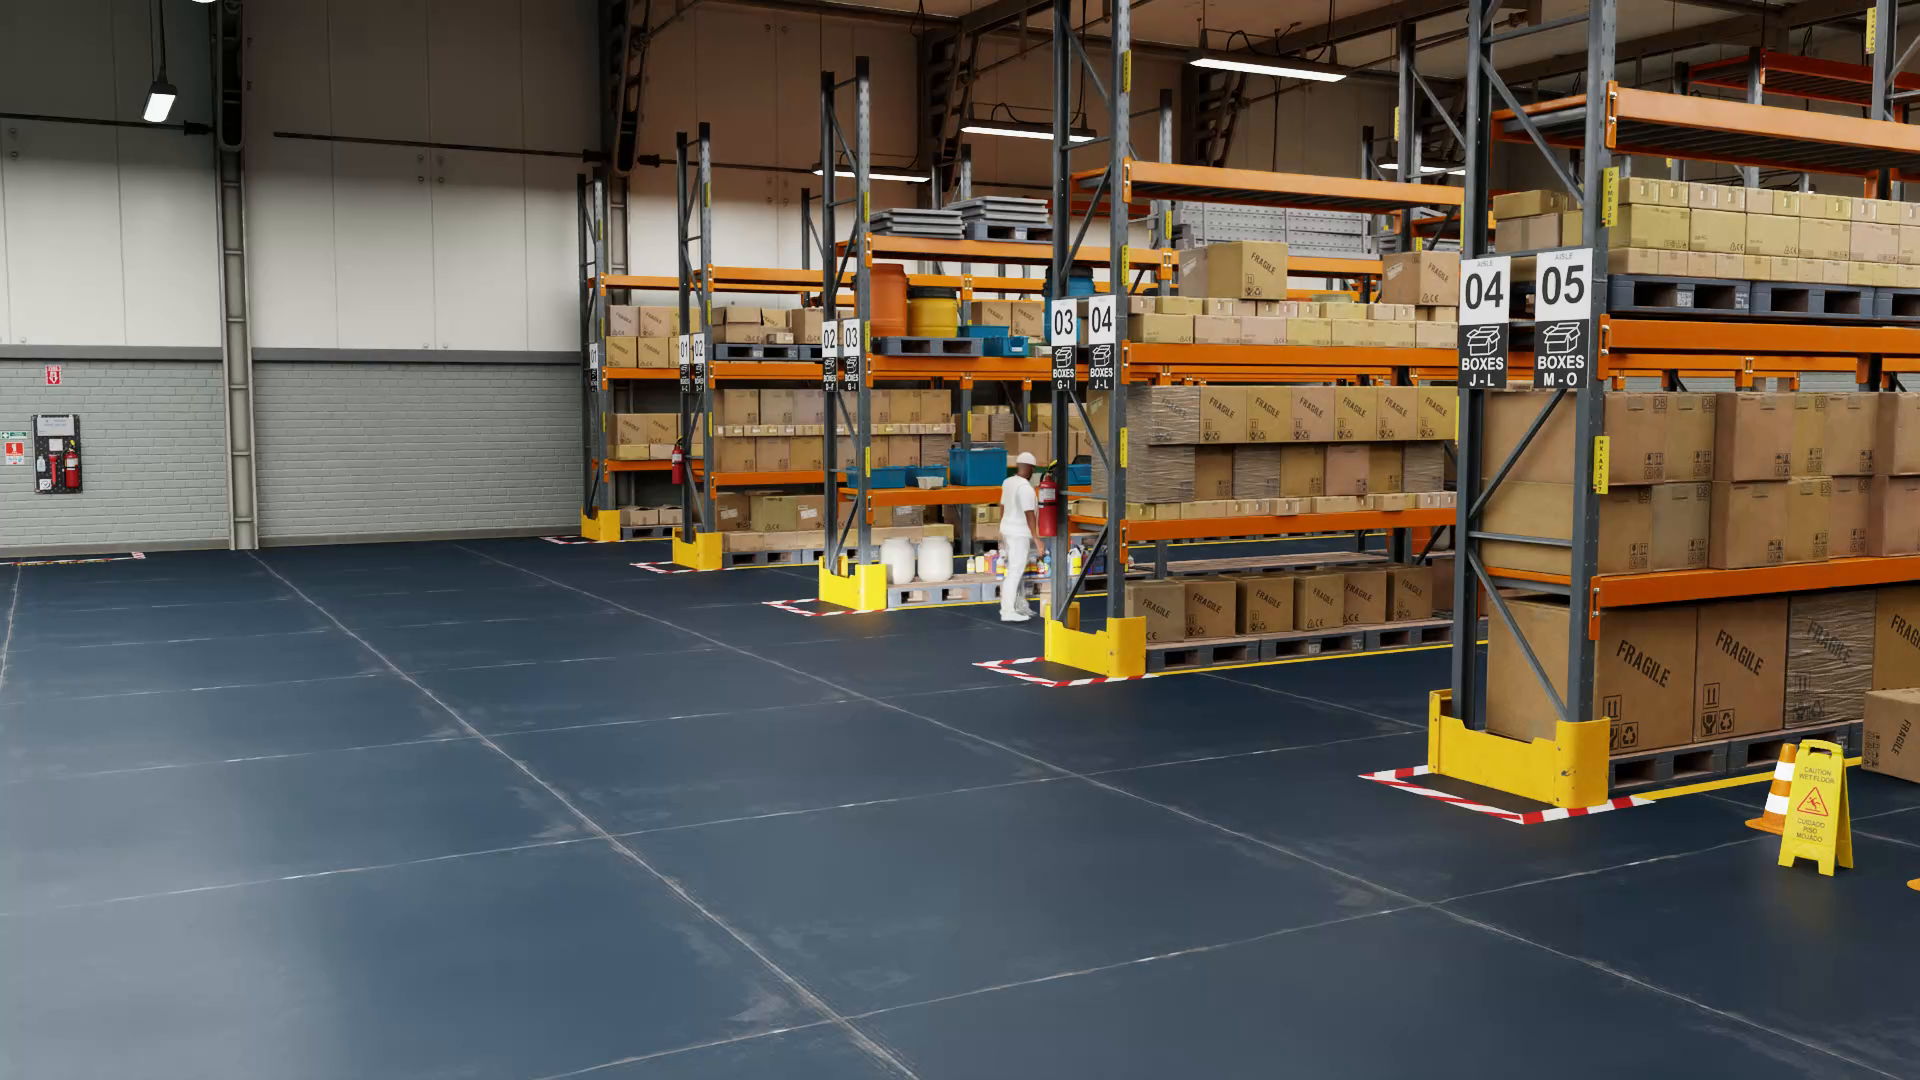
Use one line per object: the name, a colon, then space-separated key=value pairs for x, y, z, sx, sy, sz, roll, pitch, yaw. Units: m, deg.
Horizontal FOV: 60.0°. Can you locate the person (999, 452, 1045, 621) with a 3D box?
person: x=0.645 y=-0.033 z=17.515 sx=0.581 sy=1.784 sz=0.728 roll=-1 pitch=5 yaw=-15
